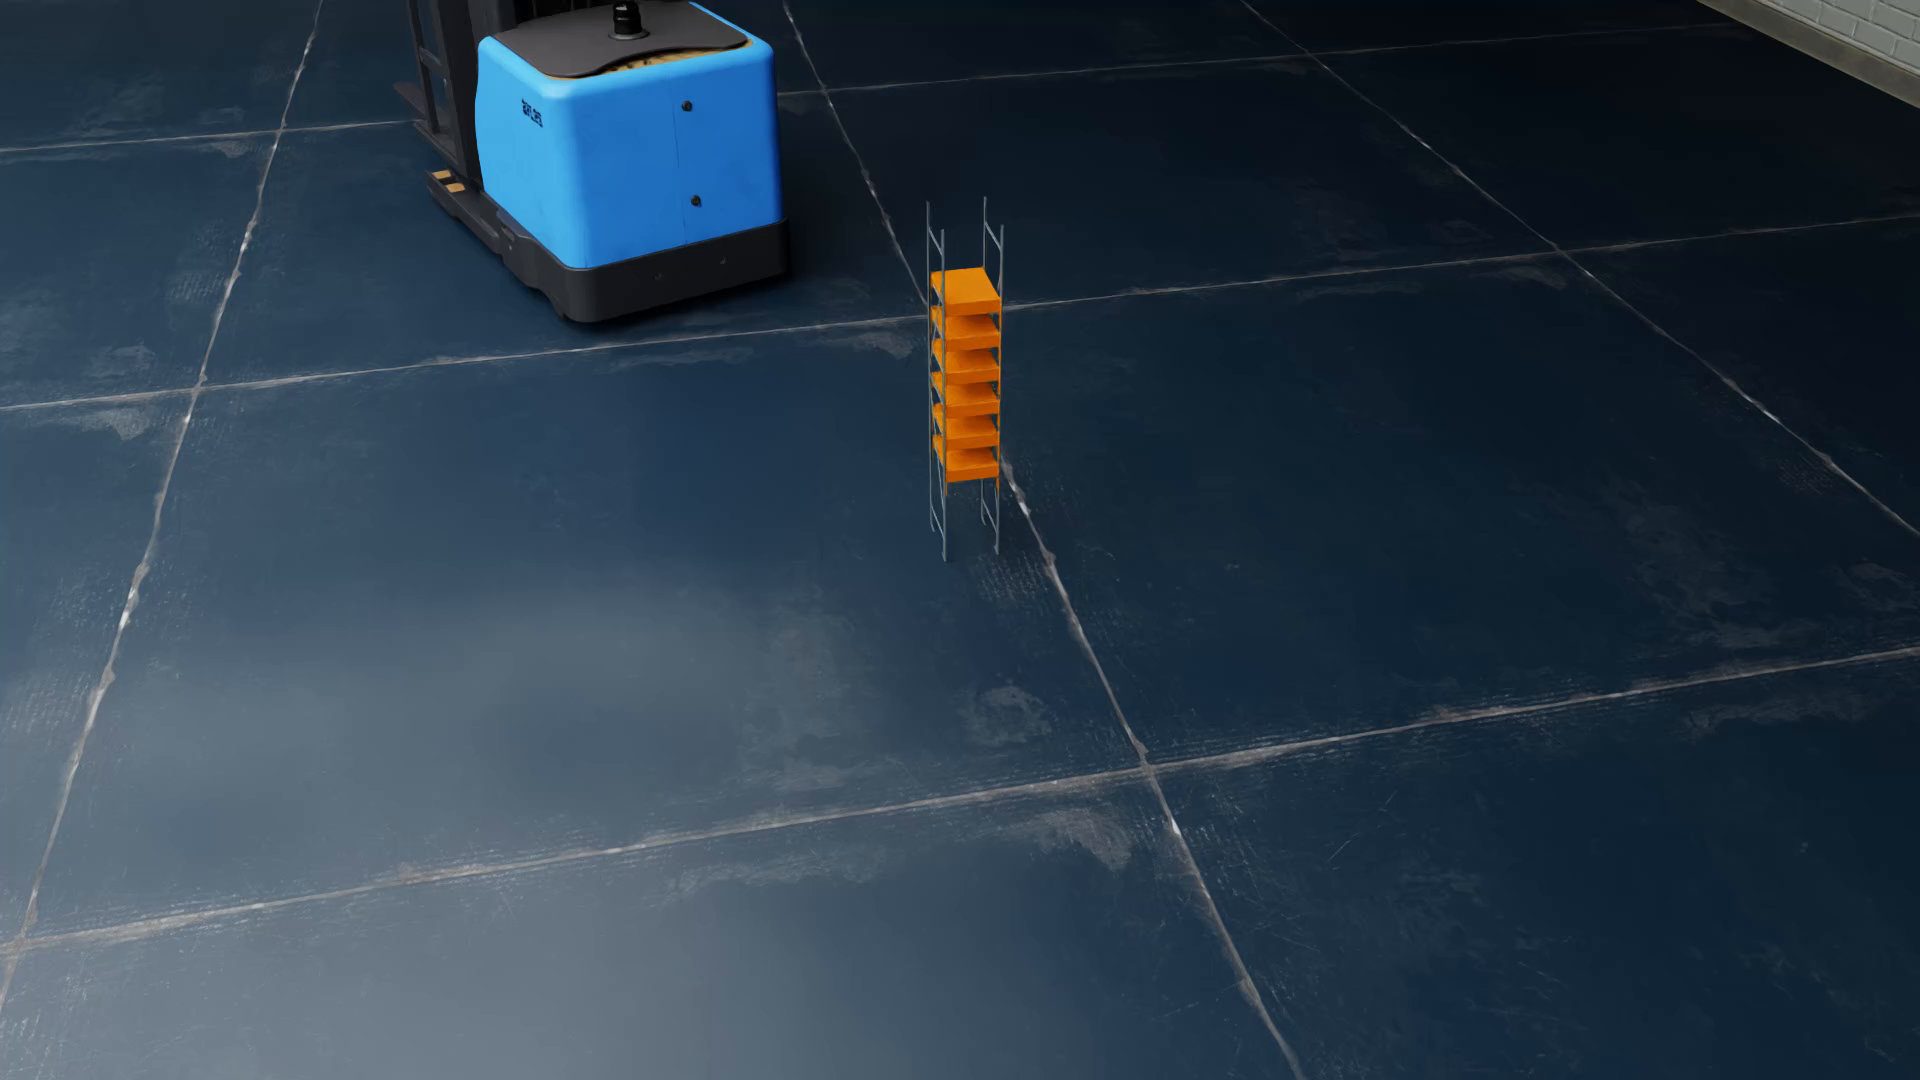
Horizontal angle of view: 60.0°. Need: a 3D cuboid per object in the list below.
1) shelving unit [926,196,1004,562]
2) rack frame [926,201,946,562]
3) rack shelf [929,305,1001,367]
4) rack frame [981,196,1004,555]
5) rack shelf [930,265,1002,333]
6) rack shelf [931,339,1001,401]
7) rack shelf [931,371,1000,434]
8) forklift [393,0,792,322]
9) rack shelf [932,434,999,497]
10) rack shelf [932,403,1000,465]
[{"bbox_3d":[0.014,-0.500,5.418,0.189,1.200,0.258,-7,35,-11],"label":"shelving unit"},{"bbox_3d":[-0.075,-0.489,5.402,0.006,1.200,0.240,-7,35,-11],"label":"rack frame"},{"bbox_3d":[0.014,-0.662,5.309,0.180,0.103,0.258,-7,35,-11],"label":"rack shelf"},{"bbox_3d":[0.103,-0.511,5.435,0.006,1.200,0.240,-7,35,-11],"label":"rack frame"},{"bbox_3d":[0.014,-0.762,5.242,0.180,0.103,0.258,-7,35,-11],"label":"rack shelf"},{"bbox_3d":[0.014,-0.563,5.376,0.180,0.103,0.258,-7,35,-11],"label":"rack shelf"},{"bbox_3d":[0.014,-0.463,5.443,0.180,0.103,0.258,-7,35,-11],"label":"rack shelf"},{"bbox_3d":[-1.979,-2.913,7.461,1.130,2.935,3.031,-20,39,-27],"label":"forklift"},{"bbox_3d":[0.014,-0.264,5.577,0.180,0.103,0.258,-7,35,-11],"label":"rack shelf"},{"bbox_3d":[0.014,-0.363,5.510,0.180,0.103,0.258,-7,35,-11],"label":"rack shelf"}]
